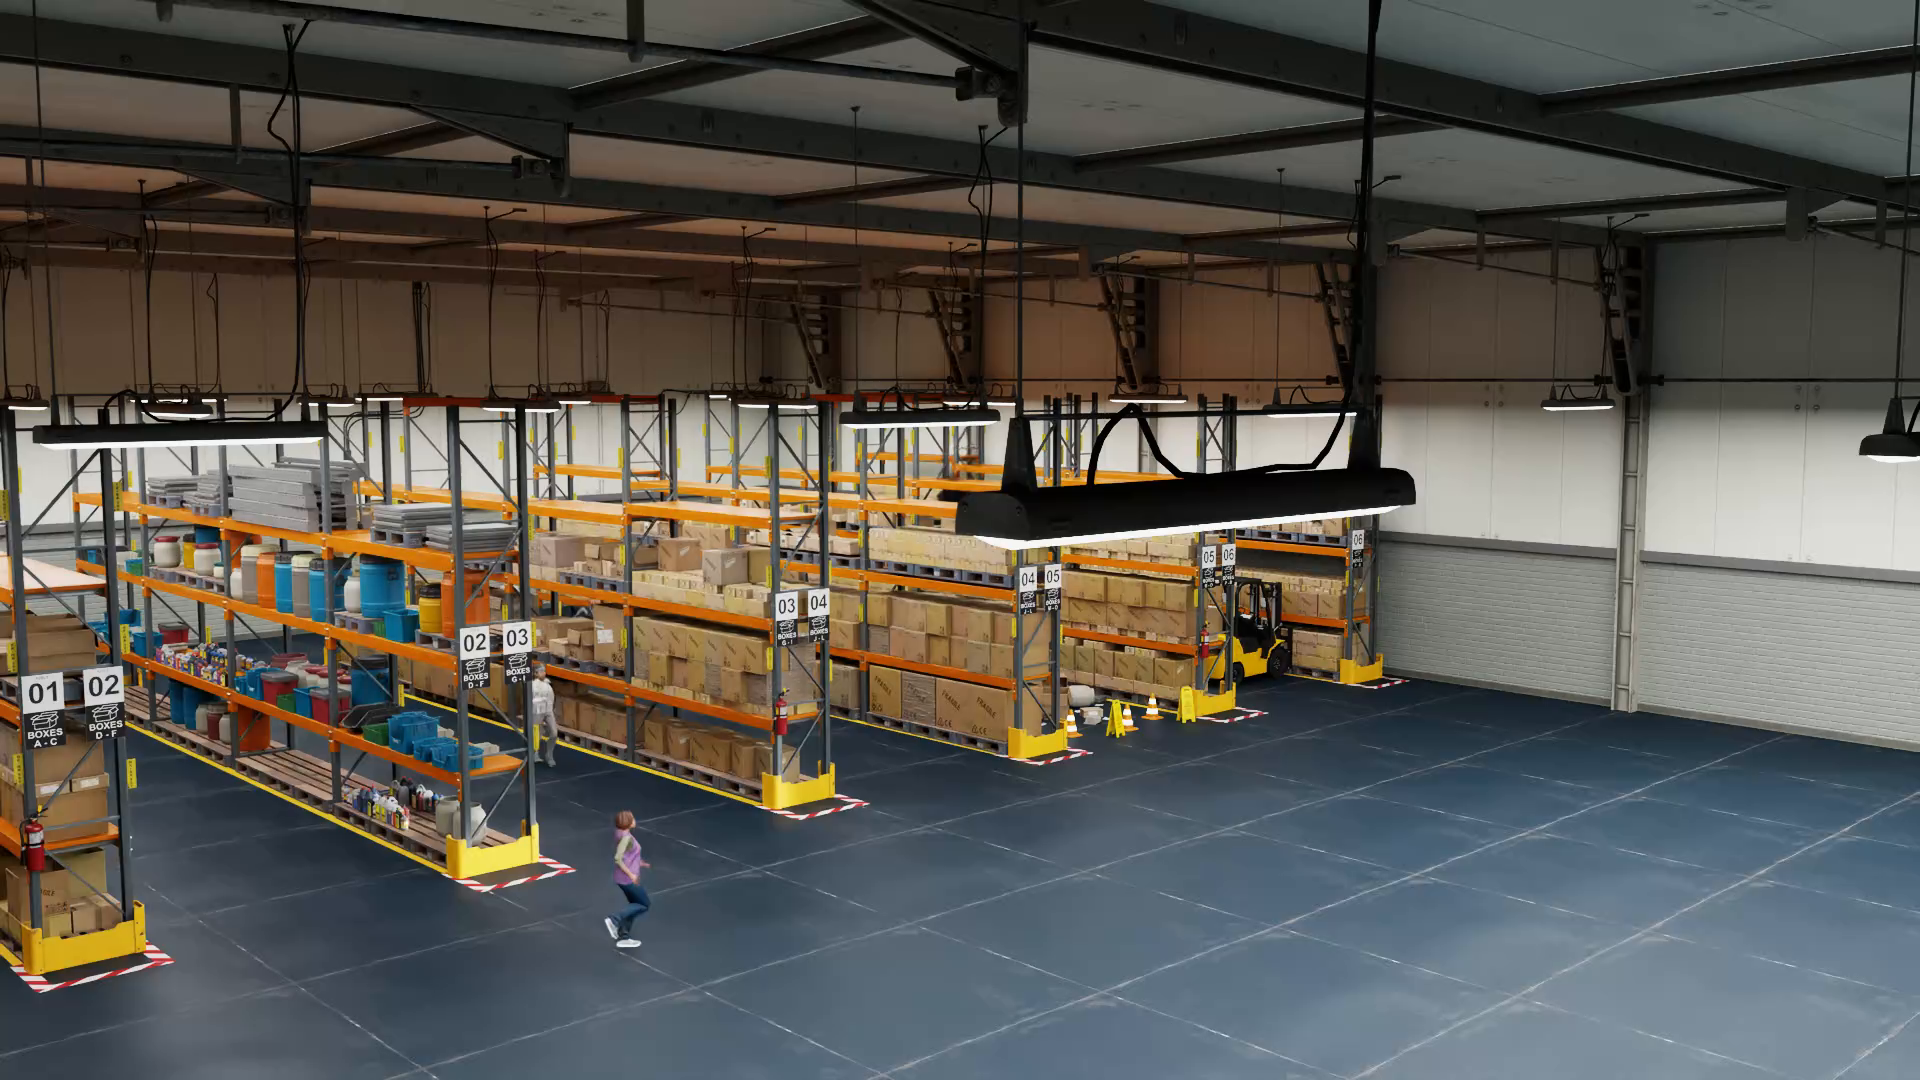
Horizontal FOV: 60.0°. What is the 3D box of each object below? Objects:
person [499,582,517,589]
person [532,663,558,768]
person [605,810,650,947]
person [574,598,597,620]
[{"bbox_3d":[-10.994,1.612,40.162,0.817,1.713,0.672,2,6,23],"label":"person"},{"bbox_3d":[-6.815,2.863,27.210,0.592,1.734,0.684,-5,7,-42],"label":"person"},{"bbox_3d":[-3.704,3.776,18.517,0.543,1.557,0.540,-2,6,-20],"label":"person"},{"bbox_3d":[-7.815,2.052,35.460,0.639,1.776,0.723,-5,8,-44],"label":"person"}]
